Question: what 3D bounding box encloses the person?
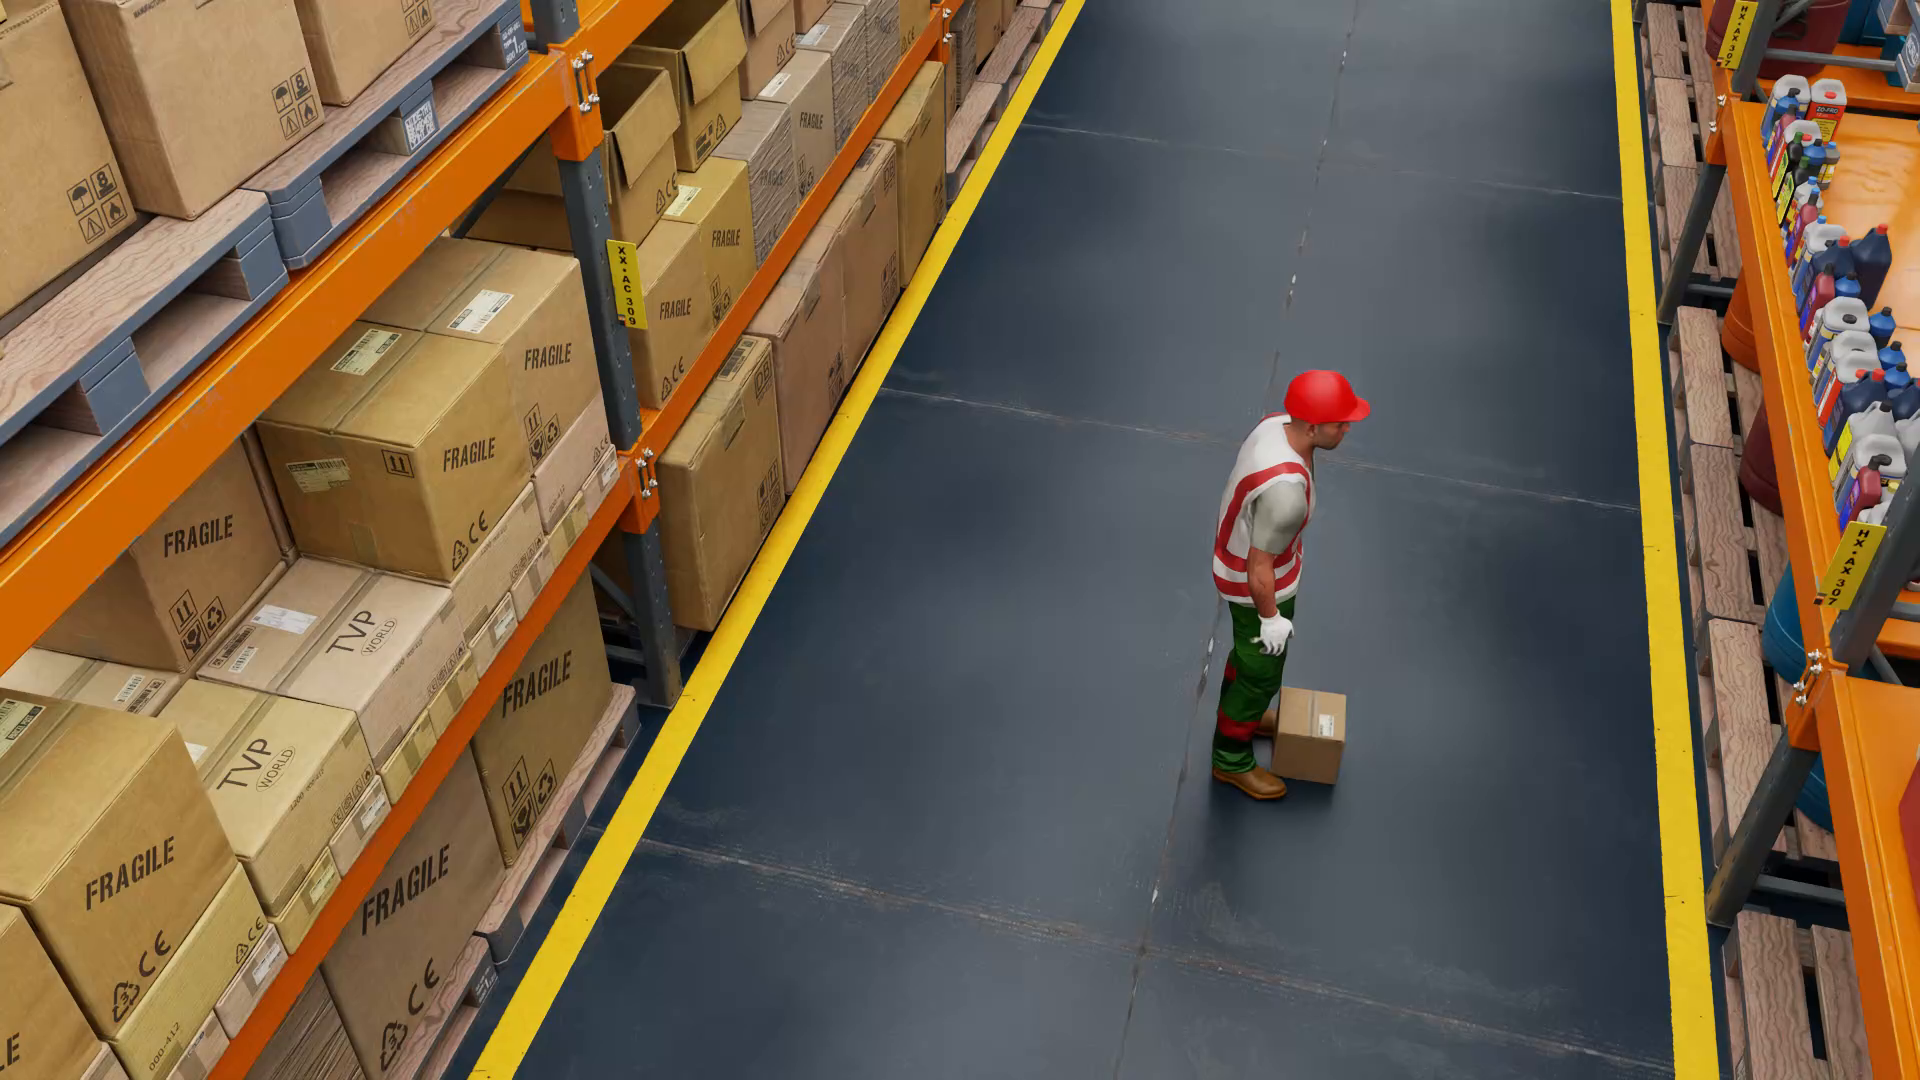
[{"bbox_3d":[1.126,0.140,5.984,0.449,1.778,0.595,8,41,10],"label":"person"}]
